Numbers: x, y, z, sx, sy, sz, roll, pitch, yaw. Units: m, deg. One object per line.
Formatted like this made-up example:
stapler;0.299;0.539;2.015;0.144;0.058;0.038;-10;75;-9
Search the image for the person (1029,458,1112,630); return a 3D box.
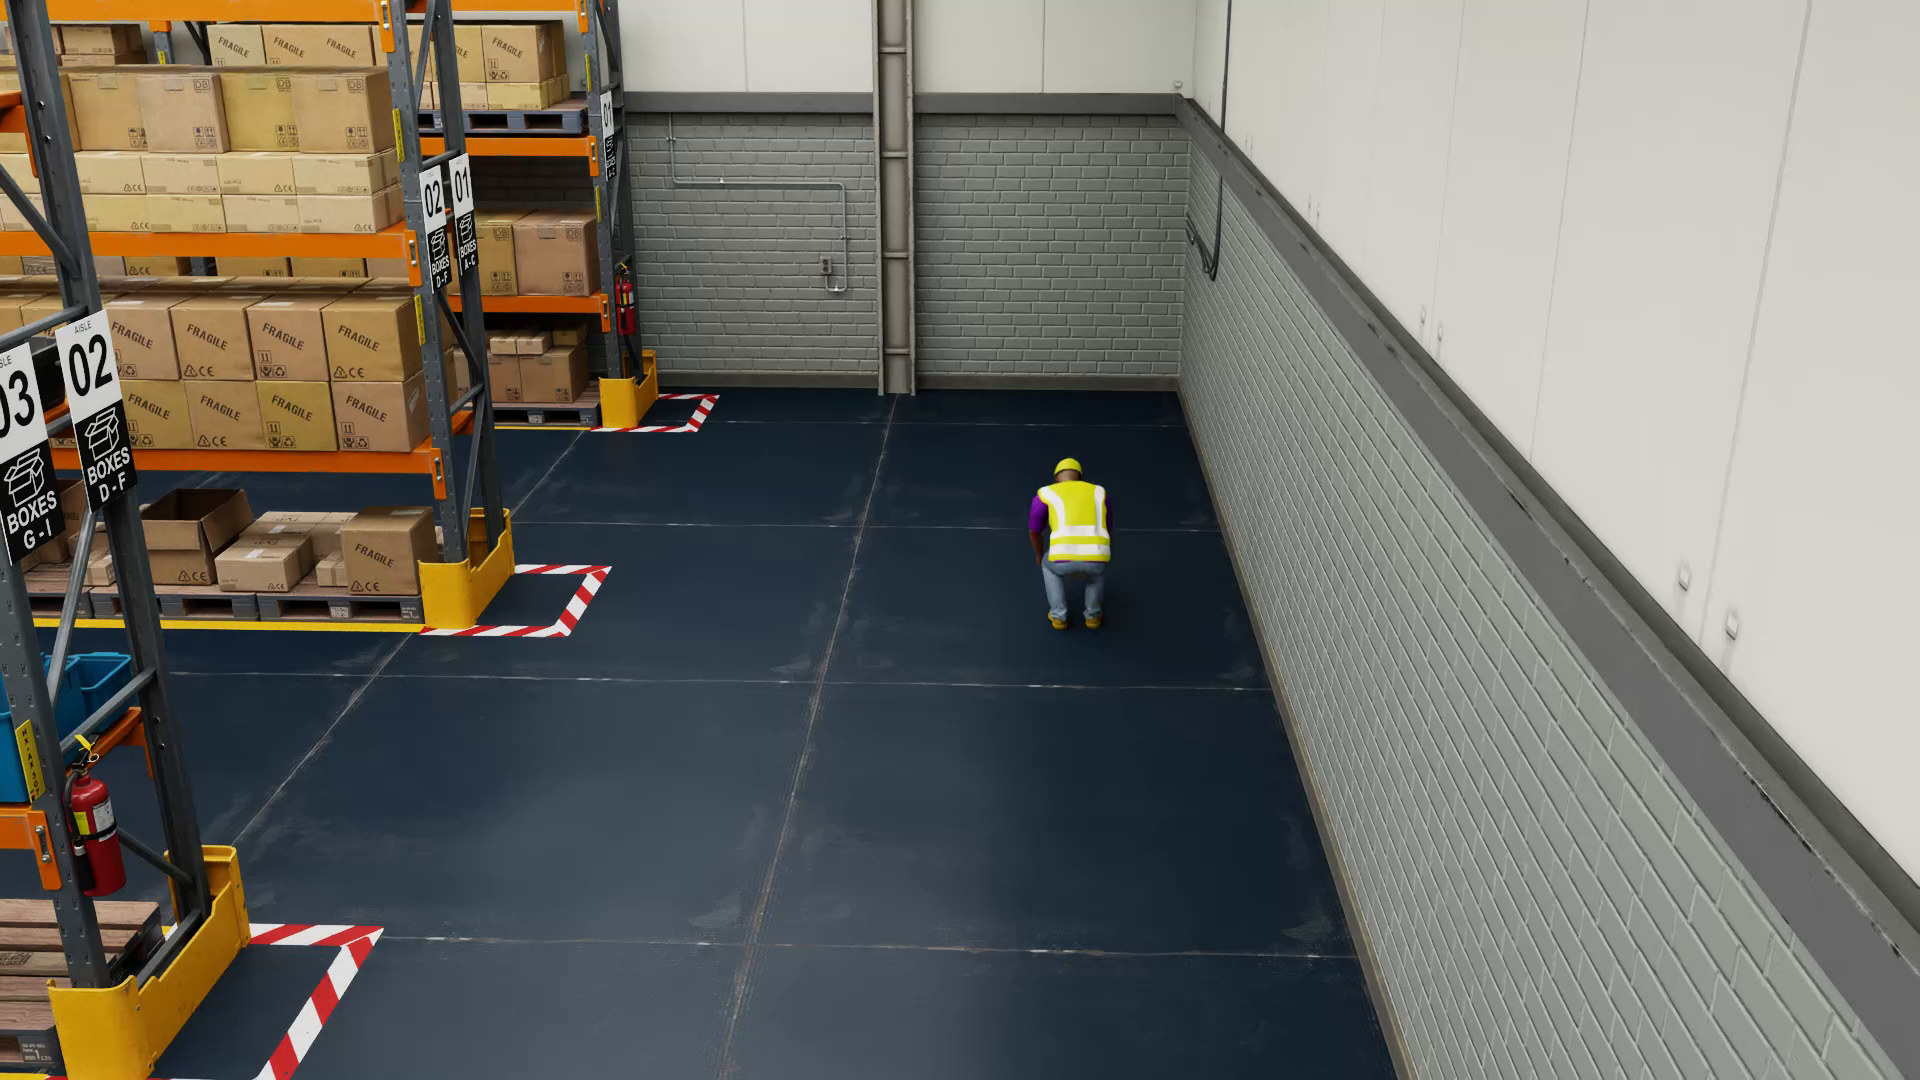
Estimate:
person;0.792;0.040;11.873;0.603;1.111;0.860;1;21;2
